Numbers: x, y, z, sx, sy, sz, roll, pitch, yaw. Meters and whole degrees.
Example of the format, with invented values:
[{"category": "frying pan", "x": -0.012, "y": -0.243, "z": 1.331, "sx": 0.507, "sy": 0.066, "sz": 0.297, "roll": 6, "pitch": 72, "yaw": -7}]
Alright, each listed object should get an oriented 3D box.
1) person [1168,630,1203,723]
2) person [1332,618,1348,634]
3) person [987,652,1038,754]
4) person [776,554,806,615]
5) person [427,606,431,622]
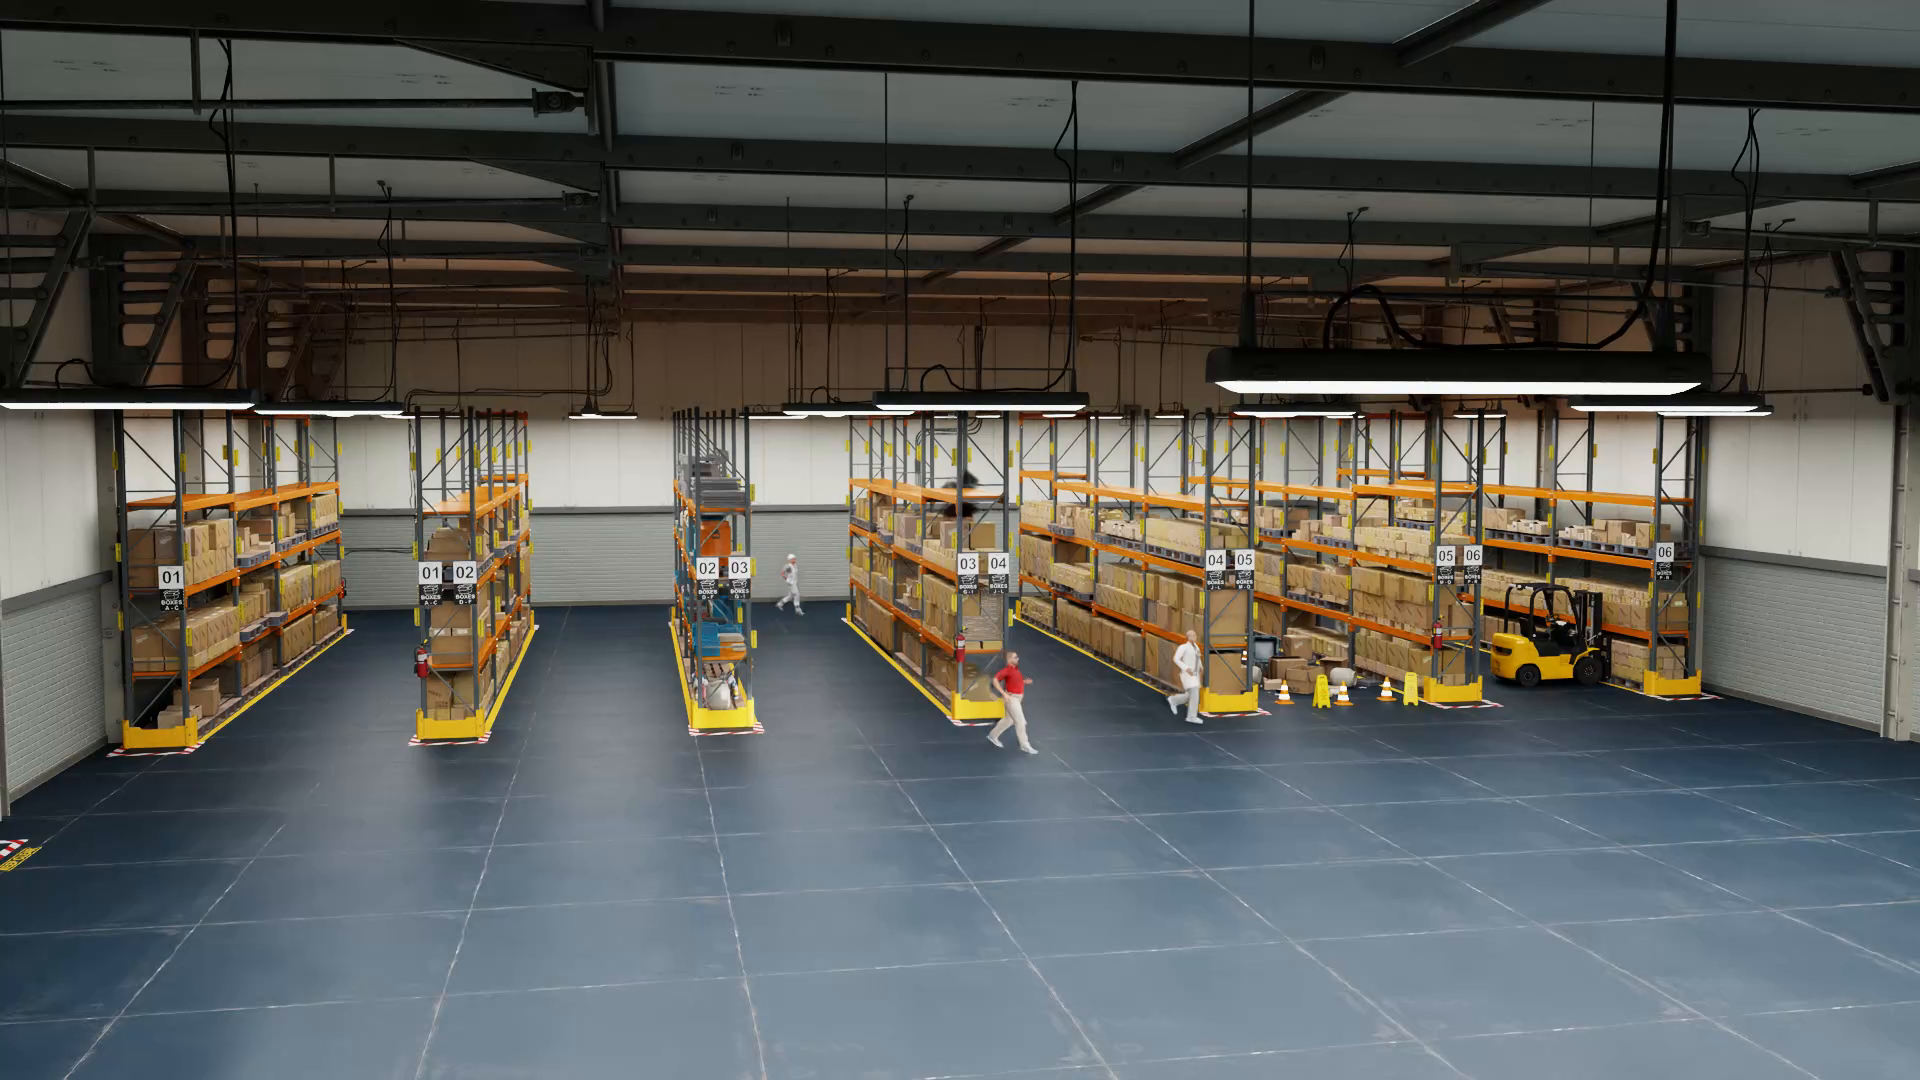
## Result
[{"category": "person", "x": 4.352, "y": 2.607, "z": 31.907, "sx": 0.824, "sy": 1.765, "sz": 0.747, "roll": 3, "pitch": 5, "yaw": 38}, {"category": "person", "x": 9.993, "y": 1.811, "z": 43.358, "sx": 0.556, "sy": 1.634, "sz": 0.698, "roll": -1, "pitch": 4, "yaw": -12}, {"category": "person", "x": 0.914, "y": 2.796, "z": 28.746, "sx": 0.939, "sy": 1.740, "sz": 0.654, "roll": 1, "pitch": 4, "yaw": 16}, {"category": "person", "x": -5.018, "y": 1.320, "z": 49.365, "sx": 0.924, "sy": 1.796, "sz": 0.638, "roll": 1, "pitch": 4, "yaw": 10}, {"category": "person", "x": -13.042, "y": 1.900, "z": 41.677, "sx": 0.631, "sy": 1.806, "sz": 1.133, "roll": -1, "pitch": 4, "yaw": -15}]
